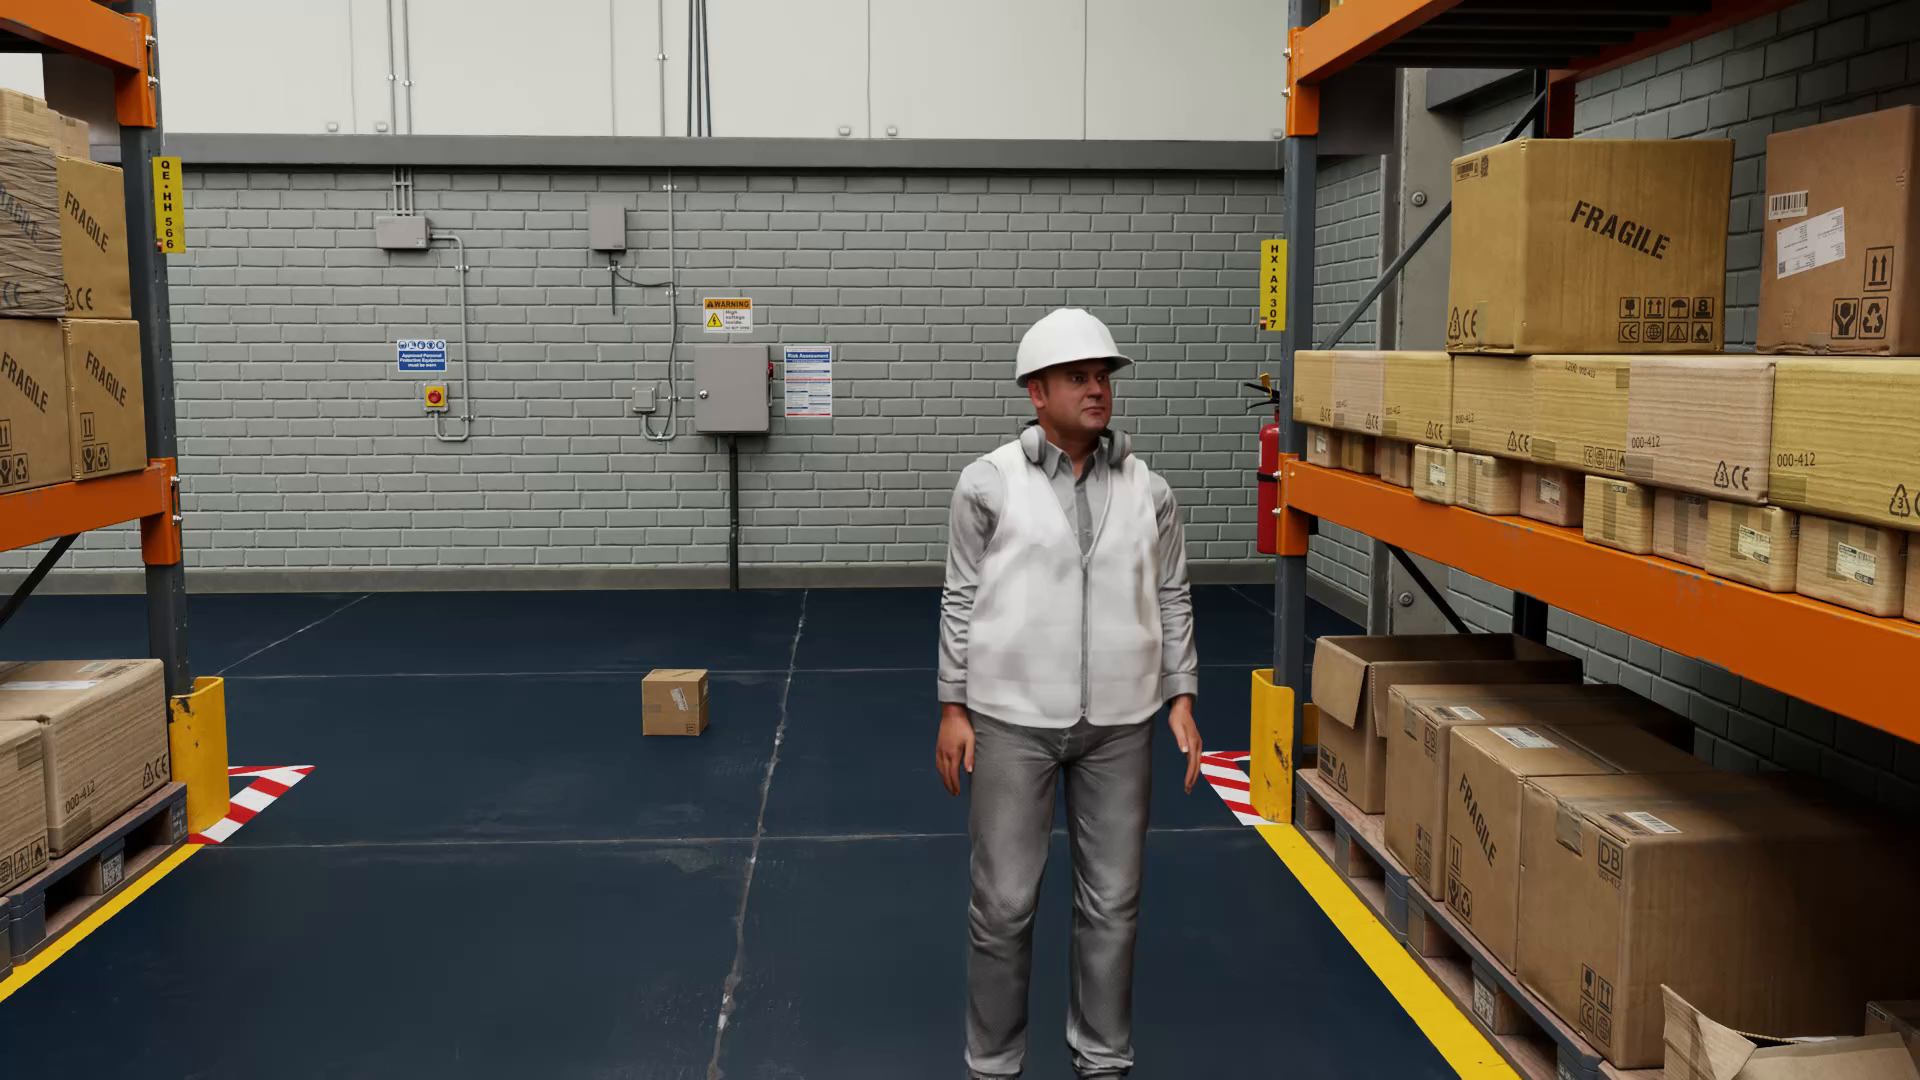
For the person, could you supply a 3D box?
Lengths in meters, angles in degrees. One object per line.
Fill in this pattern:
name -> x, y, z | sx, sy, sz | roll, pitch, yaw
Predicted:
person -> 0.247, 0.424, 3.614 | 0.576, 1.841, 0.452 | -1, 7, -12
